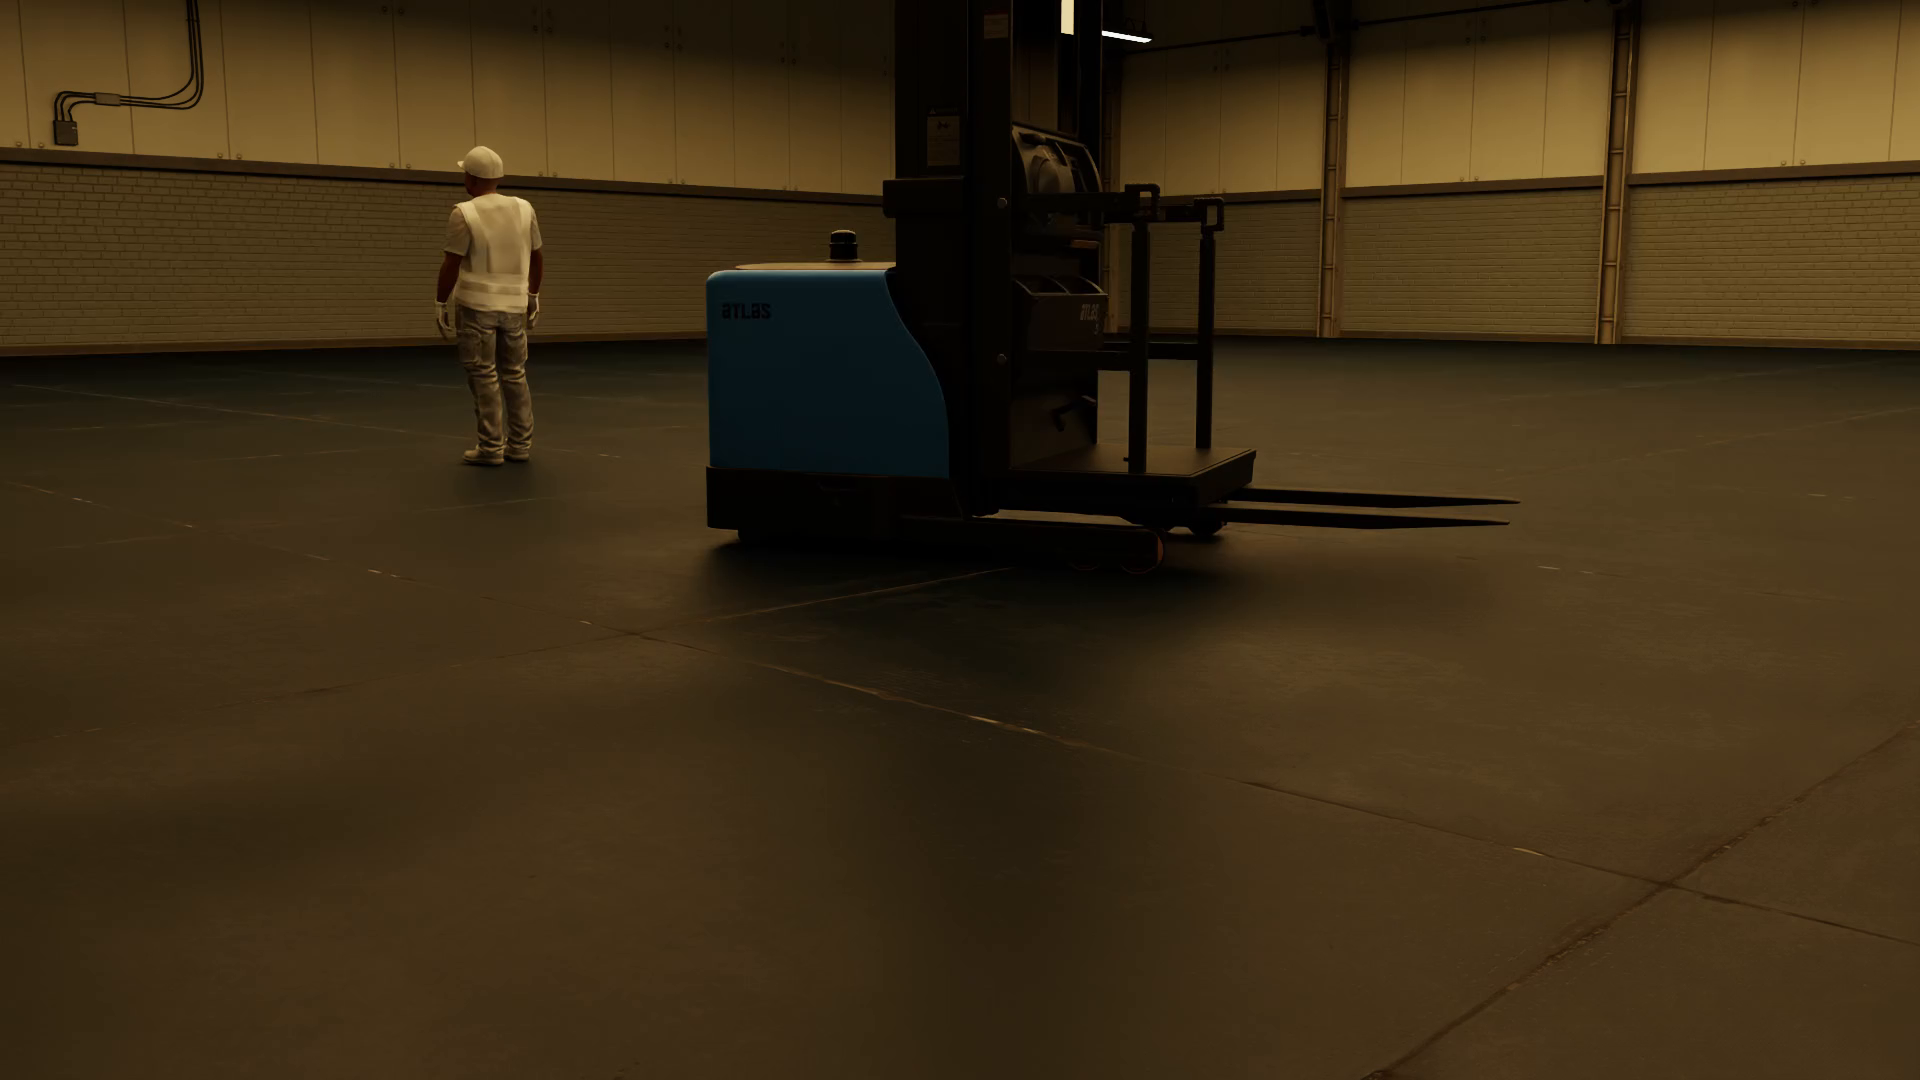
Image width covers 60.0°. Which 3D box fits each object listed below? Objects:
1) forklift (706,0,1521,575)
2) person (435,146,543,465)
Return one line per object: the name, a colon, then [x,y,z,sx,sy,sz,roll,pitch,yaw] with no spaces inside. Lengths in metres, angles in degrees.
forklift: [0.565,-1.416,6.275,3.031,2.935,1.130,3,9,22]
person: [-2.722,-1.329,9.510,0.577,1.782,0.656,8,12,43]
